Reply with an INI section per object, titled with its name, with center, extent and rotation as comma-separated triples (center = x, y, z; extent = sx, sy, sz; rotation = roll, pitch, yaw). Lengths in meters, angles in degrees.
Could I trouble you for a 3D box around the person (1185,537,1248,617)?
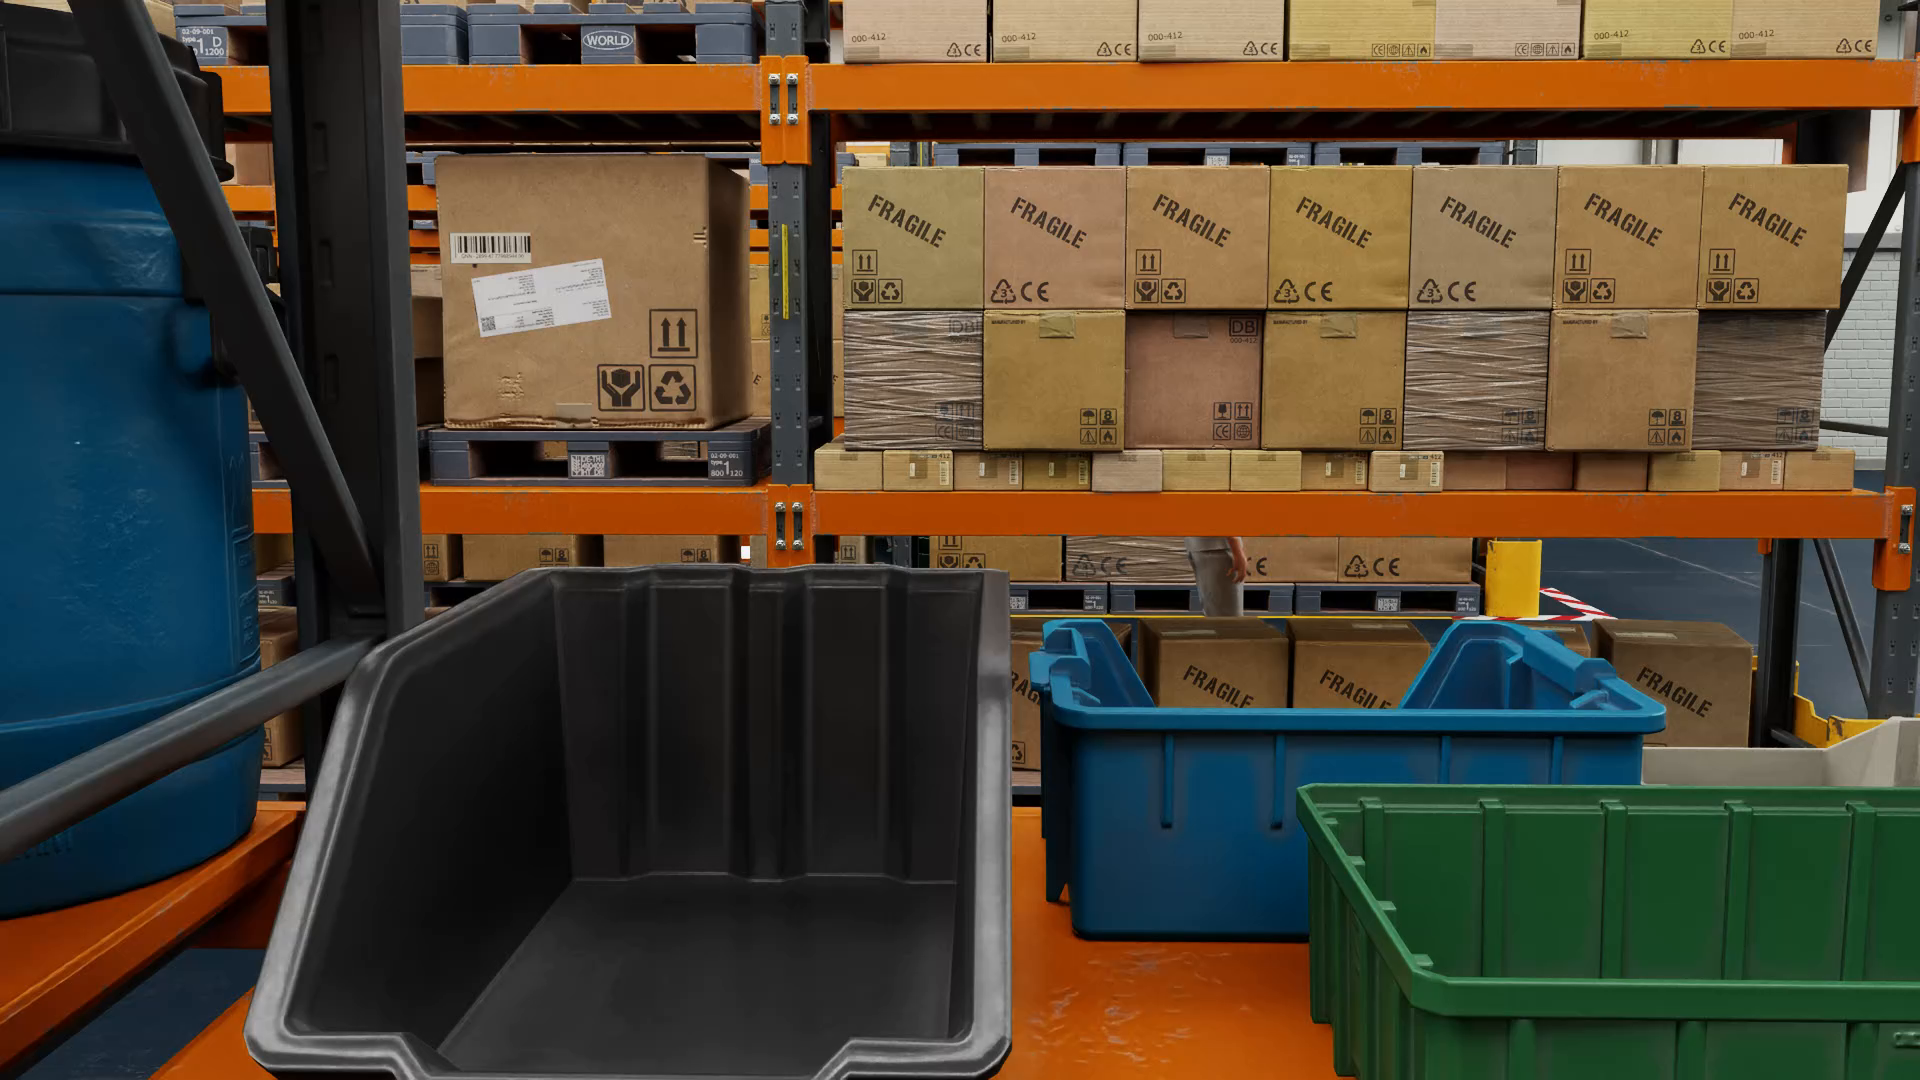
[person]
center = 1.238, 0.058, 7.827
extent = 0.358, 1.673, 0.514
rotation = 0, 7, -2
